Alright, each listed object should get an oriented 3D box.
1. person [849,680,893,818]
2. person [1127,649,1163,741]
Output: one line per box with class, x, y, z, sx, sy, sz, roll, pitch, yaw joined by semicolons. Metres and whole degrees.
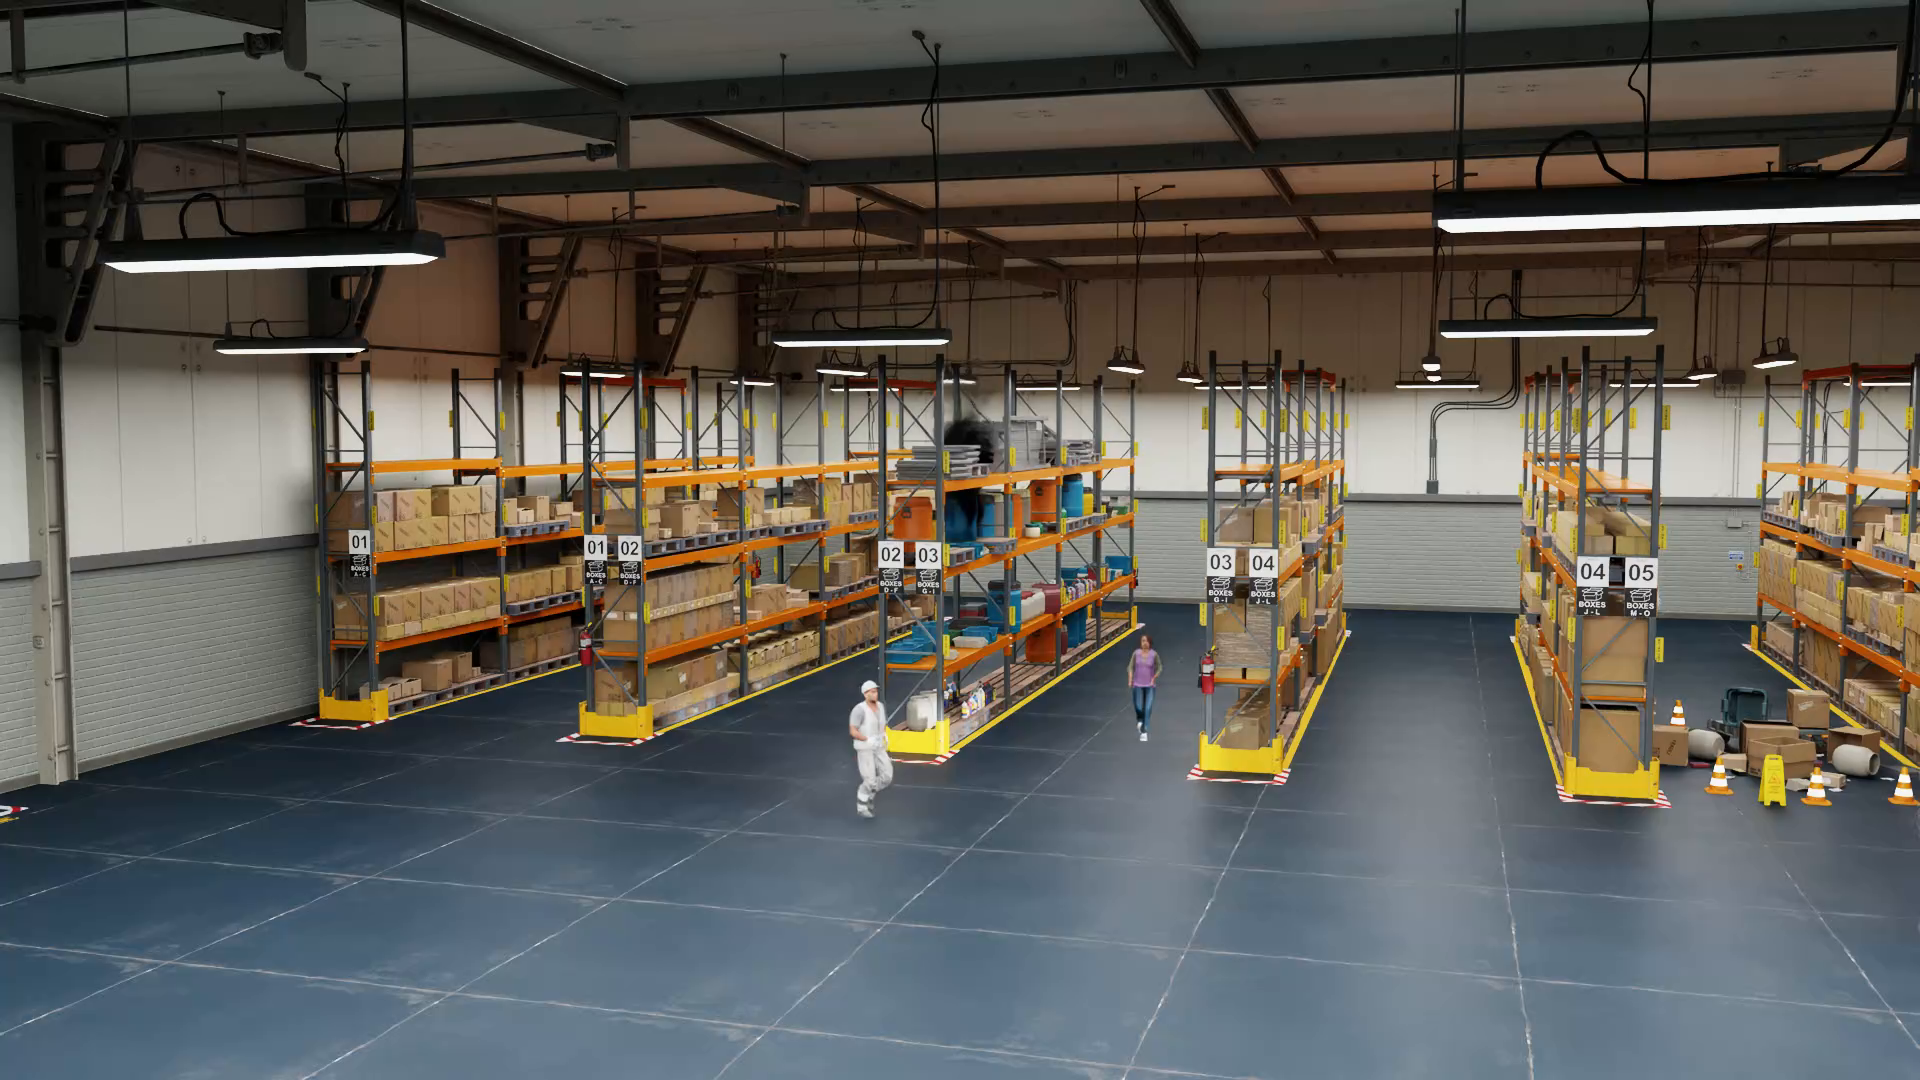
person;-1.081;2.631;20.909;0.600;1.743;0.692;4;6;43
person;2.734;2.286;24.643;0.527;1.336;0.496;1;4;10
